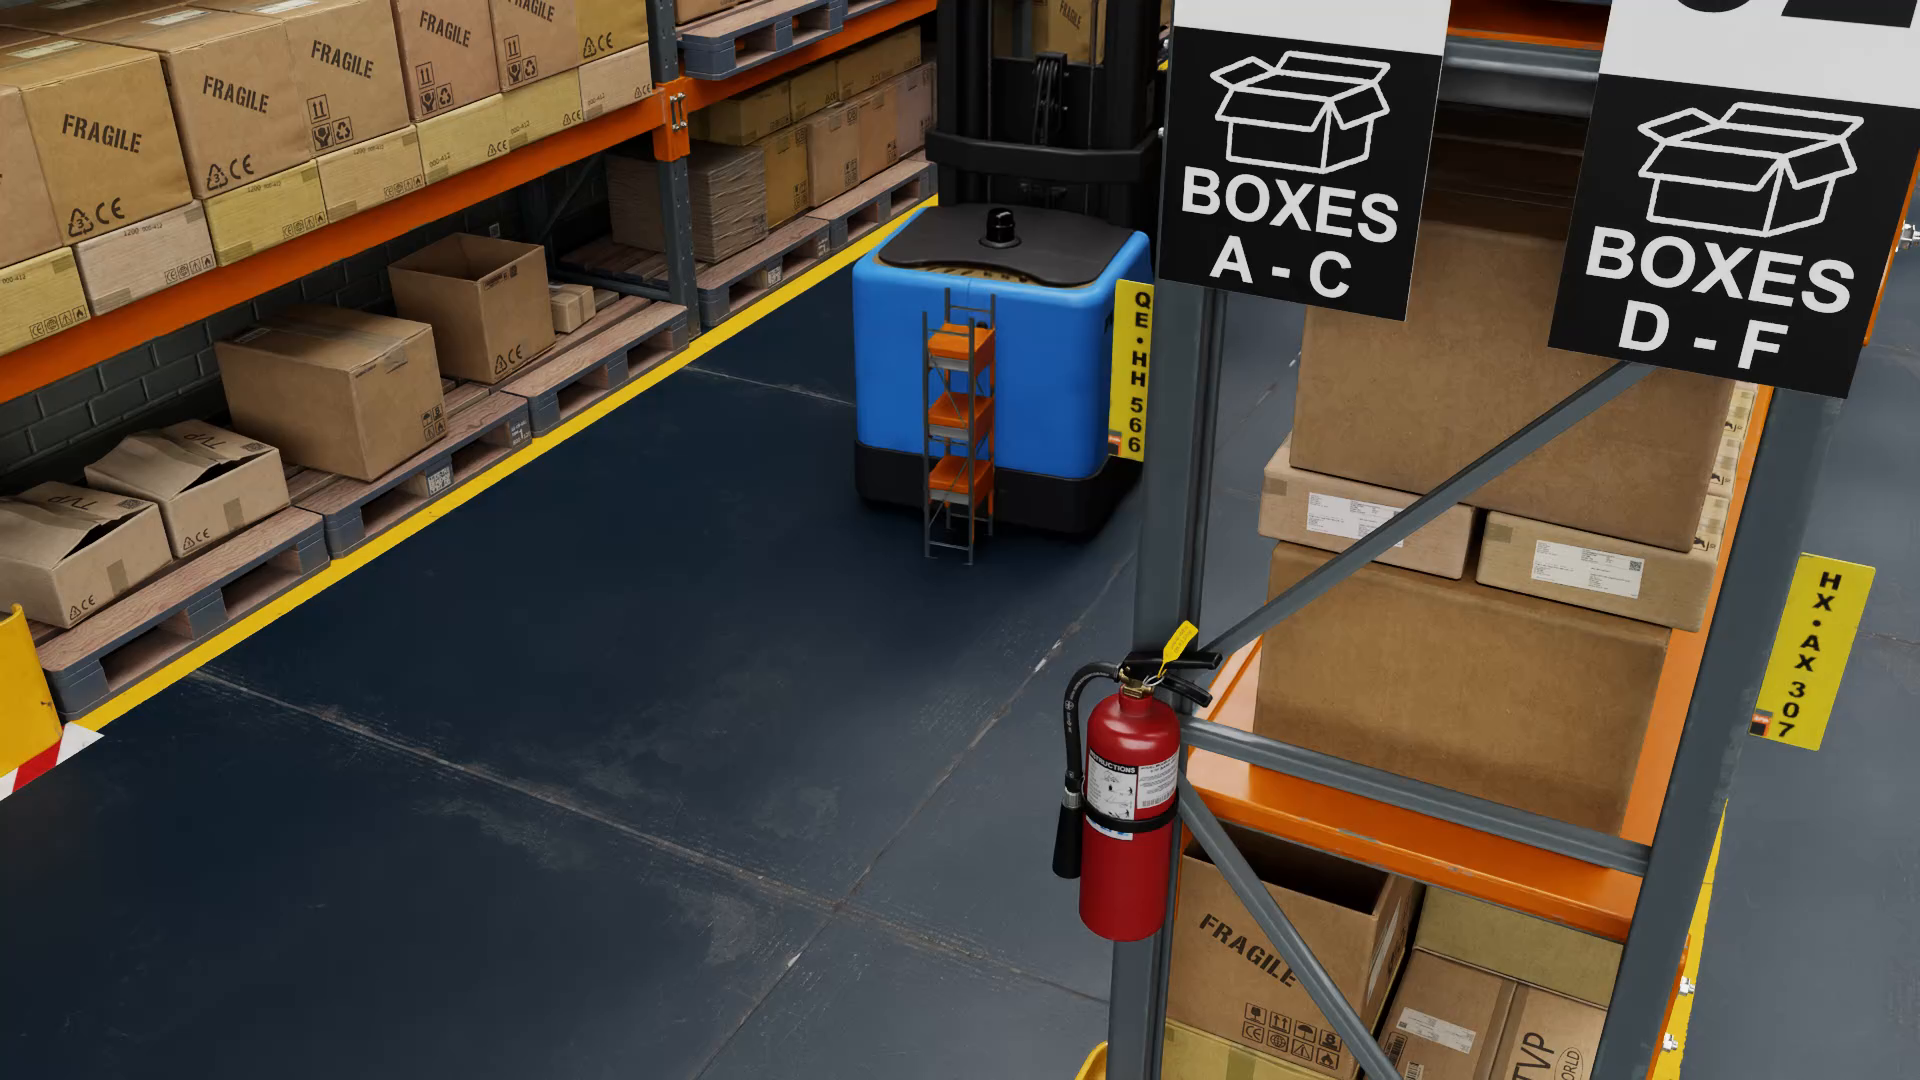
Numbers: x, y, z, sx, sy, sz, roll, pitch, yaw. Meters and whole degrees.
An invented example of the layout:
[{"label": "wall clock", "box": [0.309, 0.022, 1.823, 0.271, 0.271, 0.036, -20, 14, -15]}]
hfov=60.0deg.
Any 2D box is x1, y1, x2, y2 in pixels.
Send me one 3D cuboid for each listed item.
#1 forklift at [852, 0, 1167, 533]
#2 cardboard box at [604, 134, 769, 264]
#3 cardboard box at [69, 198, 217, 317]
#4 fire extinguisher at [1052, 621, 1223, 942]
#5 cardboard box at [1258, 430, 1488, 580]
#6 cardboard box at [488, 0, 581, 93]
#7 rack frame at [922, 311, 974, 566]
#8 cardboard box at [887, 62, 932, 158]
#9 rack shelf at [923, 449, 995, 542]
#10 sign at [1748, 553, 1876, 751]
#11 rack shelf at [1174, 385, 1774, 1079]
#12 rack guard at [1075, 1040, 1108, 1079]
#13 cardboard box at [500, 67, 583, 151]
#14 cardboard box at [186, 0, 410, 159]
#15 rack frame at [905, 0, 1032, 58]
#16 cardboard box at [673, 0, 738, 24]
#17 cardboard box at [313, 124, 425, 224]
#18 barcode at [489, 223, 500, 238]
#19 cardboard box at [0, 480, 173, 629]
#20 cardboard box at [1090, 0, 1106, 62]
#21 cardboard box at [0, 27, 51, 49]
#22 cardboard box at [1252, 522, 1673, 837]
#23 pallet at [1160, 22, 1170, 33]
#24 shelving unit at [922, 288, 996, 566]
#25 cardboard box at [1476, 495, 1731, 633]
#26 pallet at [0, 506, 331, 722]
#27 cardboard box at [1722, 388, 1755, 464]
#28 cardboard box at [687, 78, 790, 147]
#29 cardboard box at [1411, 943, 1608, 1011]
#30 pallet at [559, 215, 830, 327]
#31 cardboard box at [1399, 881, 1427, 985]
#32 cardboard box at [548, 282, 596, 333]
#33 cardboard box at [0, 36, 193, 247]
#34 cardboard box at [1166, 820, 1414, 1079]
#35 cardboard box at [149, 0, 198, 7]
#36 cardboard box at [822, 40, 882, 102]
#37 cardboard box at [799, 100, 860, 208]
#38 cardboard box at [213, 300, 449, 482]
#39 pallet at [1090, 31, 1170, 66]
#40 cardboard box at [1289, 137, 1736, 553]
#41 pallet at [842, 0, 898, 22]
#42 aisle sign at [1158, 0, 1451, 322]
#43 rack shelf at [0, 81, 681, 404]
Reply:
[{"label": "forklift", "box": [0.533, -2.019, 7.323, 1.130, 2.935, 3.031, 10, 31, 17]}, {"label": "cardboard box", "box": [-1.487, -1.880, 9.080, 0.700, 0.500, 0.500, 15, 33, 25]}, {"label": "cardboard box", "box": [-2.901, -0.991, 5.595, 0.500, 0.250, 0.500, 13, 32, 22]}, {"label": "fire extinguisher", "box": [0.314, 0.433, 3.062, 0.296, 0.674, 0.183, 14, 33, 23]}, {"label": "cardboard box", "box": [0.786, -0.085, 3.134, 0.380, 0.149, 0.250, 14, 33, 22]}, {"label": "cardboard box", "box": [-1.970, -2.210, 6.963, 0.500, 0.500, 0.500, 14, 33, 23]}, {"label": "rack frame", "box": [-0.043, -0.370, 6.340, 0.200, 1.050, 0.008, 10, 31, 17]}, {"label": "cardboard box", "box": [-0.605, -2.790, 10.665, 0.700, 0.500, 0.500, 14, 33, 23]}, {"label": "rack shelf", "box": [-0.002, -0.177, 6.583, 0.215, 0.259, 0.240, 10, 31, 17]}, {"label": "sign", "box": [1.273, 0.171, 2.491, 0.100, 0.325, 0.005, 14, 33, 23]}, {"label": "rack shelf", "box": [1.693, -0.123, 4.674, 1.077, 0.370, 4.000, 14, 33, 23]}, {"label": "rack guard", "box": [0.771, 1.547, 3.555, 1.175, 0.500, 0.348, 14, 33, 23]}, {"label": "cardboard box", "box": [-1.988, -1.889, 7.158, 0.500, 0.250, 0.500, 14, 33, 23]}, {"label": "cardboard box", "box": [-2.445, -1.758, 6.177, 0.500, 0.500, 0.500, 15, 33, 25]}, {"label": "rack frame", "box": [0.015, -4.217, 11.080, 1.000, 3.000, 0.127, 14, 33, 23]}, {"label": "cardboard box", "box": [-1.545, -2.895, 8.238, 0.700, 0.500, 0.500, 14, 33, 23]}, {"label": "cardboard box", "box": [-2.431, -1.439, 6.375, 0.500, 0.250, 0.500, 15, 33, 24]}, {"label": "barcode", "box": [-2.267, -1.504, 8.104, 0.001, 0.075, 0.075, 14, 33, 23]}, {"label": "cardboard box", "box": [-3.235, 0.019, 5.963, 0.500, 0.311, 0.500, 11, 32, 18]}, {"label": "cardboard box", "box": [0.871, -4.150, 12.701, 0.750, 0.750, 0.750, 14, 33, 23]}, {"label": "cardboard box", "box": [-3.366, -1.417, 5.583, 0.500, 0.500, 0.500, 15, 33, 24]}, {"label": "cardboard box", "box": [1.006, 0.205, 3.281, 0.700, 0.500, 0.500, 14, 33, 23]}, {"label": "pallet", "box": [1.552, -4.421, 14.237, 1.003, 0.211, 1.213, 14, 33, 23]}, {"label": "shelving unit", "box": [-0.002, -0.427, 6.440, 0.215, 1.050, 0.252, 10, 31, 17]}, {"label": "cardboard box", "box": [1.152, 0.002, 2.982, 0.380, 0.149, 0.250, 14, 33, 23]}, {"label": "pallet", "box": [-3.194, 0.153, 6.271, 1.003, 0.211, 1.213, 14, 33, 23]}, {"label": "cardboard box", "box": [1.385, -0.226, 3.379, 0.380, 0.149, 0.250, 14, 33, 23]}, {"label": "cardboard box", "box": [-1.290, -2.401, 9.235, 0.500, 0.250, 0.500, 14, 33, 22]}, {"label": "cardboard box", "box": [1.448, 1.053, 4.244, 0.500, 0.250, 0.500, 14, 33, 23]}, {"label": "pallet", "box": [-1.454, -1.580, 9.289, 1.003, 0.211, 1.213, 14, 33, 23]}, {"label": "cardboard box", "box": [0.980, 0.933, 4.452, 0.500, 0.250, 0.500, 14, 33, 23]}, {"label": "cardboard box", "box": [-2.025, -1.161, 8.164, 0.380, 0.166, 0.250, 10, 31, 17]}, {"label": "cardboard box", "box": [-2.911, -1.299, 5.378, 0.500, 0.500, 0.500, 14, 33, 23]}, {"label": "cardboard box", "box": [0.761, 0.832, 3.876, 0.500, 0.500, 0.500, 14, 33, 23]}, {"label": "cardboard box", "box": [-2.905, -1.870, 6.372, 0.500, 0.500, 0.500, 15, 33, 24]}, {"label": "cardboard box", "box": [-0.812, -2.850, 10.016, 0.500, 0.250, 0.500, 14, 33, 23]}, {"label": "cardboard box", "box": [-1.028, -2.338, 9.877, 0.700, 0.500, 0.500, 15, 33, 24]}, {"label": "cardboard box", "box": [-2.596, -0.630, 6.903, 0.700, 0.500, 0.500, 12, 32, 20]}, {"label": "pallet", "box": [0.998, -3.879, 13.292, 1.003, 0.211, 1.213, 14, 33, 23]}, {"label": "cardboard box", "box": [1.030, -0.381, 2.999, 0.700, 0.500, 0.500, 14, 33, 23]}, {"label": "pallet", "box": [-0.851, -3.246, 9.584, 1.003, 0.211, 1.213, 14, 33, 23]}, {"label": "aisle sign", "box": [0.490, -0.713, 2.369, 0.394, 0.787, 0.004, 14, 33, 23]}, {"label": "rack shelf", "box": [-2.719, -1.245, 6.628, 1.077, 0.370, 4.000, 14, 33, 23]}]
